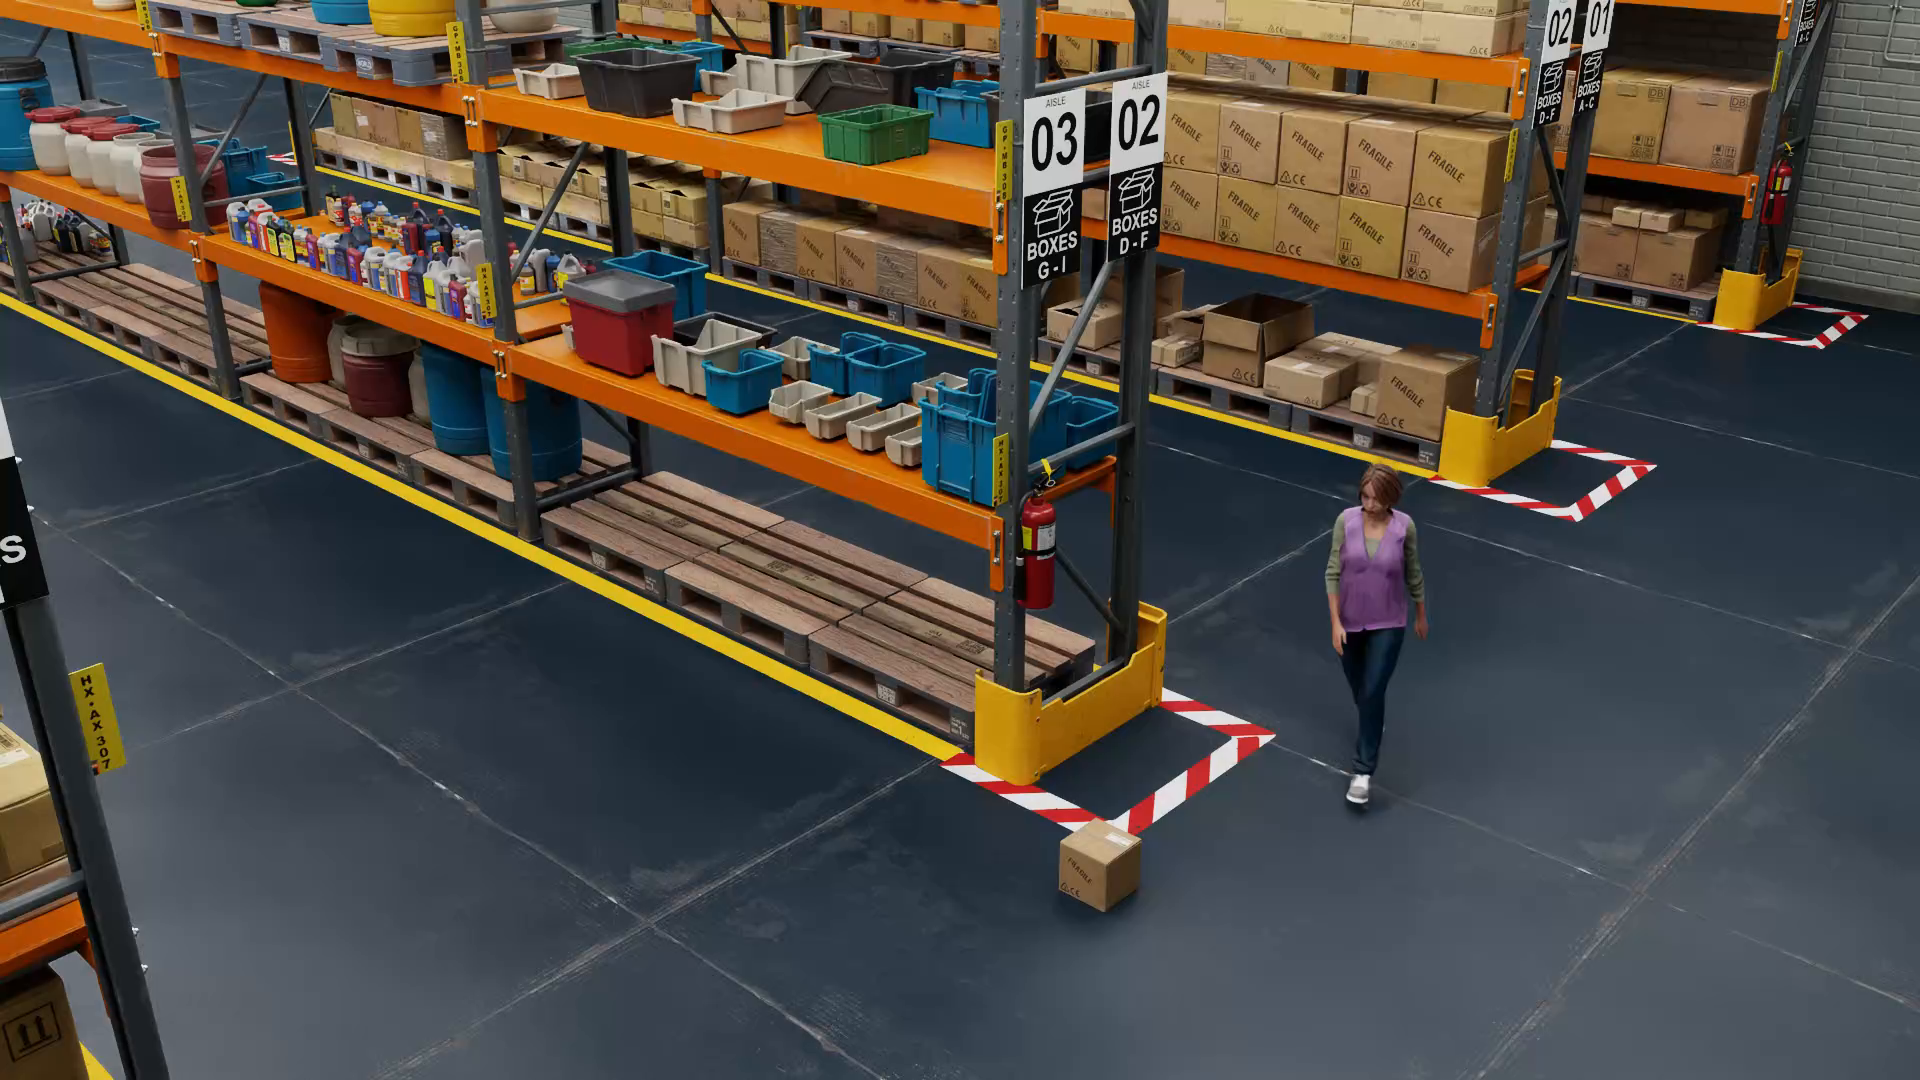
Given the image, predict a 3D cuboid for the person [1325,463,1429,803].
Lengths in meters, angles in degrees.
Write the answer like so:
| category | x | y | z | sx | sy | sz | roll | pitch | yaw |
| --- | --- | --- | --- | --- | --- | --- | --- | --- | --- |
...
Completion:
| category | x | y | z | sx | sy | sz | roll | pitch | yaw |
| --- | --- | --- | --- | --- | --- | --- | --- | --- | --- |
| person | 1.939 | 0.375 | 7.788 | 0.479 | 1.545 | 0.876 | 9 | 26 | 20 |
